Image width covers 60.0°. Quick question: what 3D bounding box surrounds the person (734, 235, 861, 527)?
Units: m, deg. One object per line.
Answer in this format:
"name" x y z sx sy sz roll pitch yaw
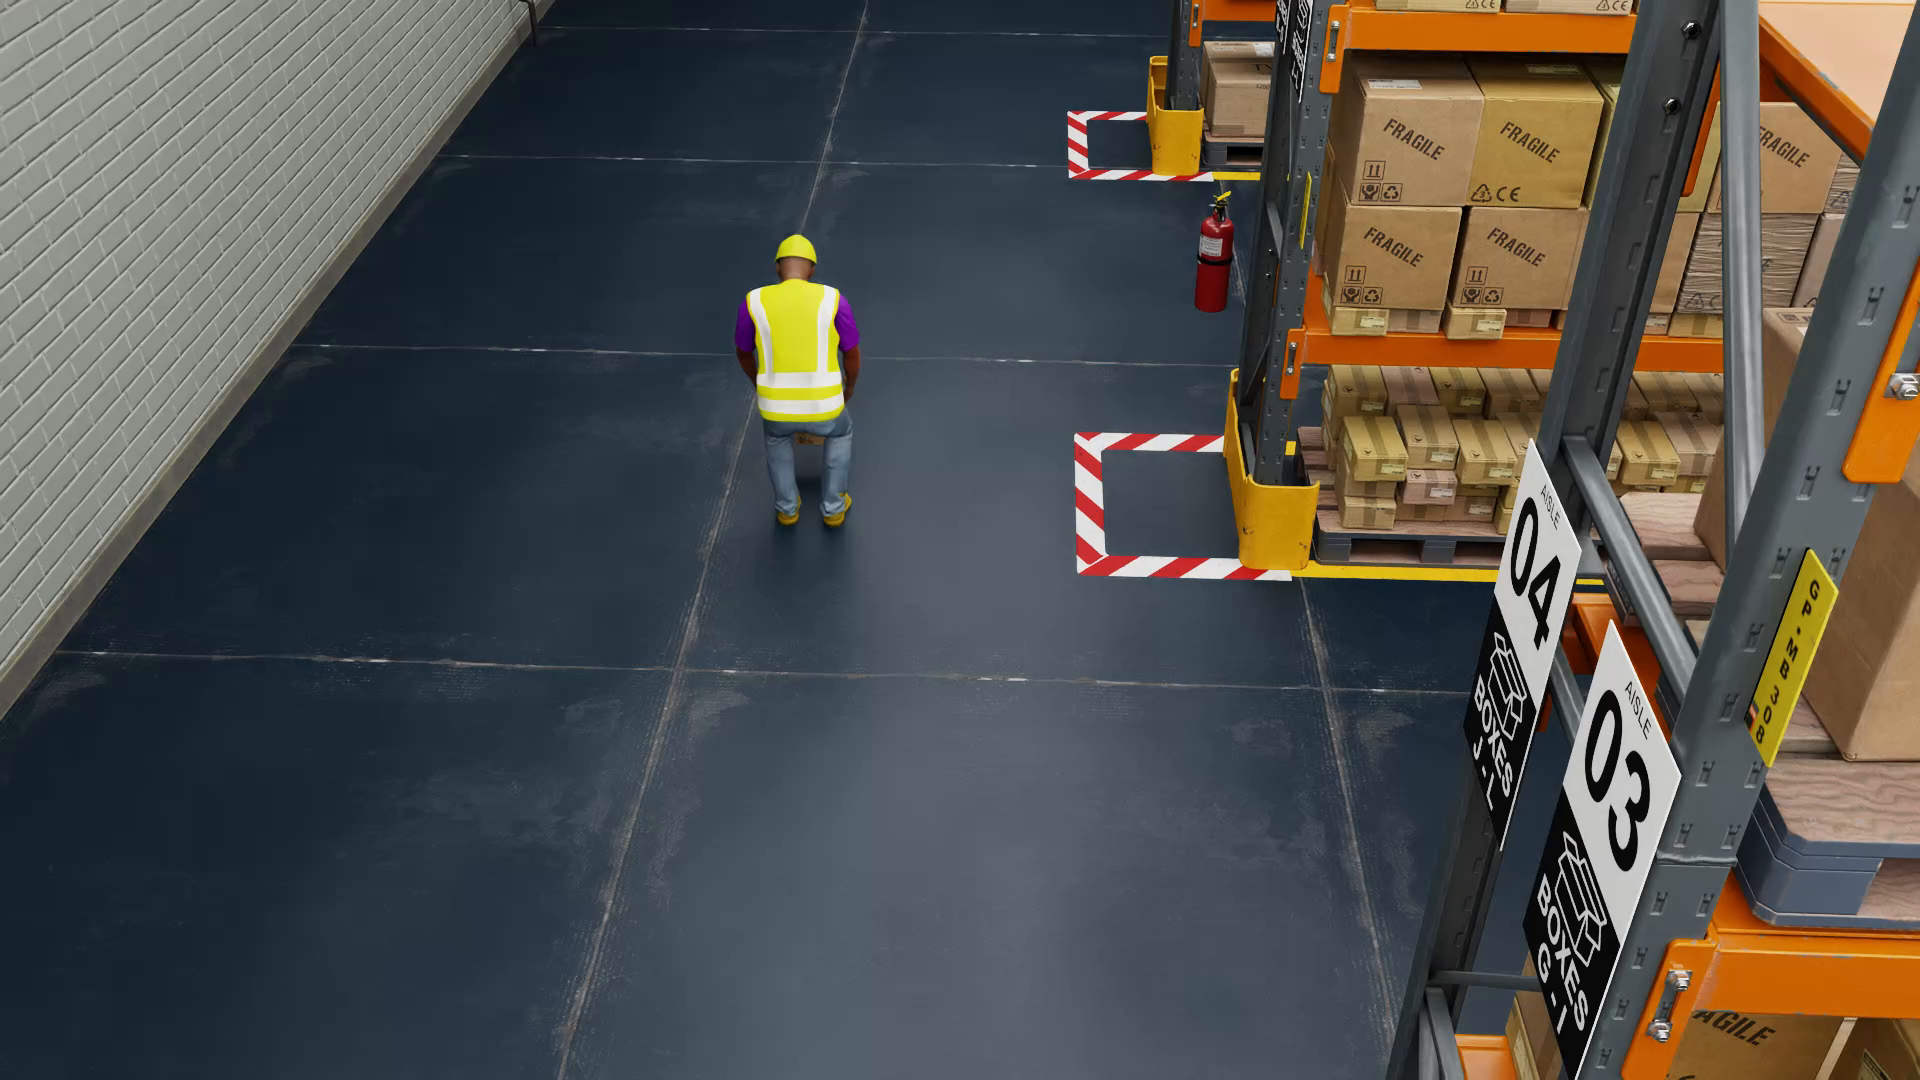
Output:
"person" -0.821 -0.766 8.434 0.630 1.462 0.727 2 36 2
